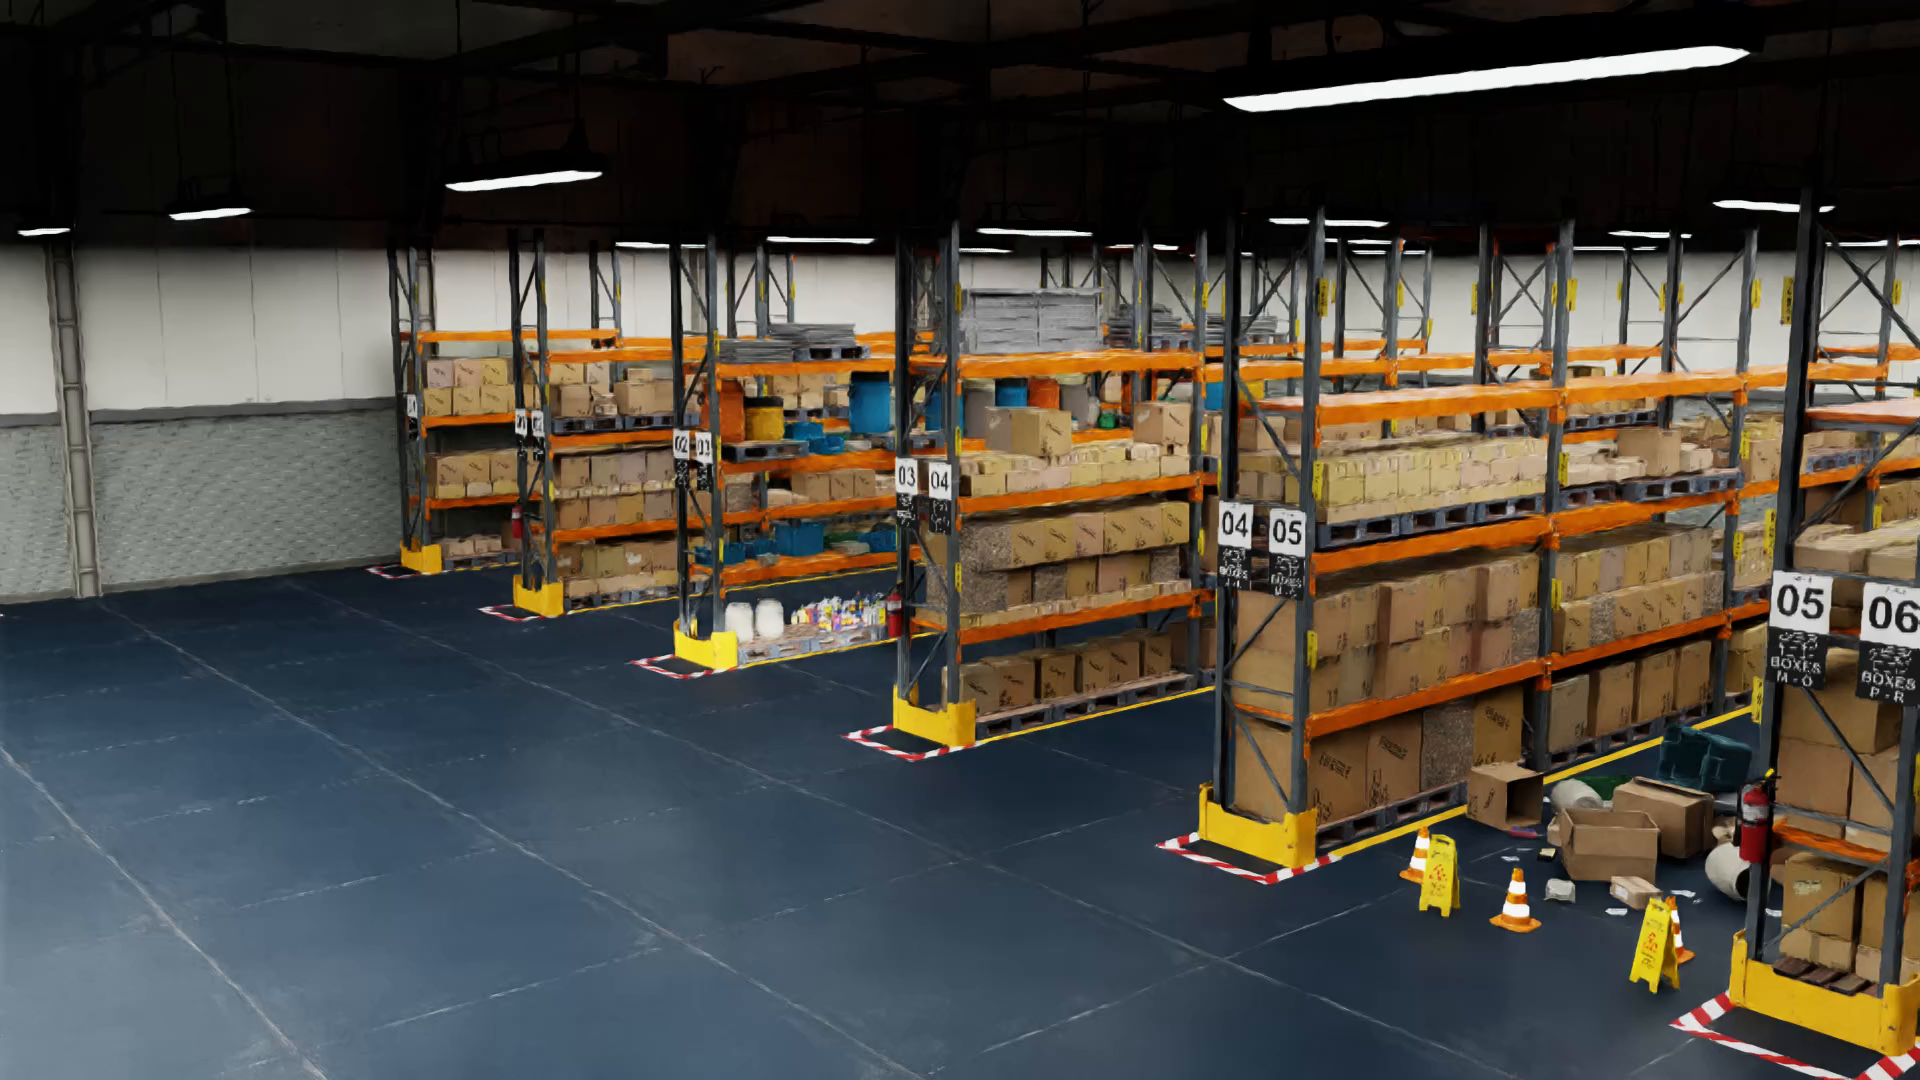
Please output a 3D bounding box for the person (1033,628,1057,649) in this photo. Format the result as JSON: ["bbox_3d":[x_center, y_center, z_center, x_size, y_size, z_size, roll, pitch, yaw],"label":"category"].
[{"bbox_3d":[1.110,0.960,22.116,0.587,1.631,0.555,-3,9,-19],"label":"person"}]
